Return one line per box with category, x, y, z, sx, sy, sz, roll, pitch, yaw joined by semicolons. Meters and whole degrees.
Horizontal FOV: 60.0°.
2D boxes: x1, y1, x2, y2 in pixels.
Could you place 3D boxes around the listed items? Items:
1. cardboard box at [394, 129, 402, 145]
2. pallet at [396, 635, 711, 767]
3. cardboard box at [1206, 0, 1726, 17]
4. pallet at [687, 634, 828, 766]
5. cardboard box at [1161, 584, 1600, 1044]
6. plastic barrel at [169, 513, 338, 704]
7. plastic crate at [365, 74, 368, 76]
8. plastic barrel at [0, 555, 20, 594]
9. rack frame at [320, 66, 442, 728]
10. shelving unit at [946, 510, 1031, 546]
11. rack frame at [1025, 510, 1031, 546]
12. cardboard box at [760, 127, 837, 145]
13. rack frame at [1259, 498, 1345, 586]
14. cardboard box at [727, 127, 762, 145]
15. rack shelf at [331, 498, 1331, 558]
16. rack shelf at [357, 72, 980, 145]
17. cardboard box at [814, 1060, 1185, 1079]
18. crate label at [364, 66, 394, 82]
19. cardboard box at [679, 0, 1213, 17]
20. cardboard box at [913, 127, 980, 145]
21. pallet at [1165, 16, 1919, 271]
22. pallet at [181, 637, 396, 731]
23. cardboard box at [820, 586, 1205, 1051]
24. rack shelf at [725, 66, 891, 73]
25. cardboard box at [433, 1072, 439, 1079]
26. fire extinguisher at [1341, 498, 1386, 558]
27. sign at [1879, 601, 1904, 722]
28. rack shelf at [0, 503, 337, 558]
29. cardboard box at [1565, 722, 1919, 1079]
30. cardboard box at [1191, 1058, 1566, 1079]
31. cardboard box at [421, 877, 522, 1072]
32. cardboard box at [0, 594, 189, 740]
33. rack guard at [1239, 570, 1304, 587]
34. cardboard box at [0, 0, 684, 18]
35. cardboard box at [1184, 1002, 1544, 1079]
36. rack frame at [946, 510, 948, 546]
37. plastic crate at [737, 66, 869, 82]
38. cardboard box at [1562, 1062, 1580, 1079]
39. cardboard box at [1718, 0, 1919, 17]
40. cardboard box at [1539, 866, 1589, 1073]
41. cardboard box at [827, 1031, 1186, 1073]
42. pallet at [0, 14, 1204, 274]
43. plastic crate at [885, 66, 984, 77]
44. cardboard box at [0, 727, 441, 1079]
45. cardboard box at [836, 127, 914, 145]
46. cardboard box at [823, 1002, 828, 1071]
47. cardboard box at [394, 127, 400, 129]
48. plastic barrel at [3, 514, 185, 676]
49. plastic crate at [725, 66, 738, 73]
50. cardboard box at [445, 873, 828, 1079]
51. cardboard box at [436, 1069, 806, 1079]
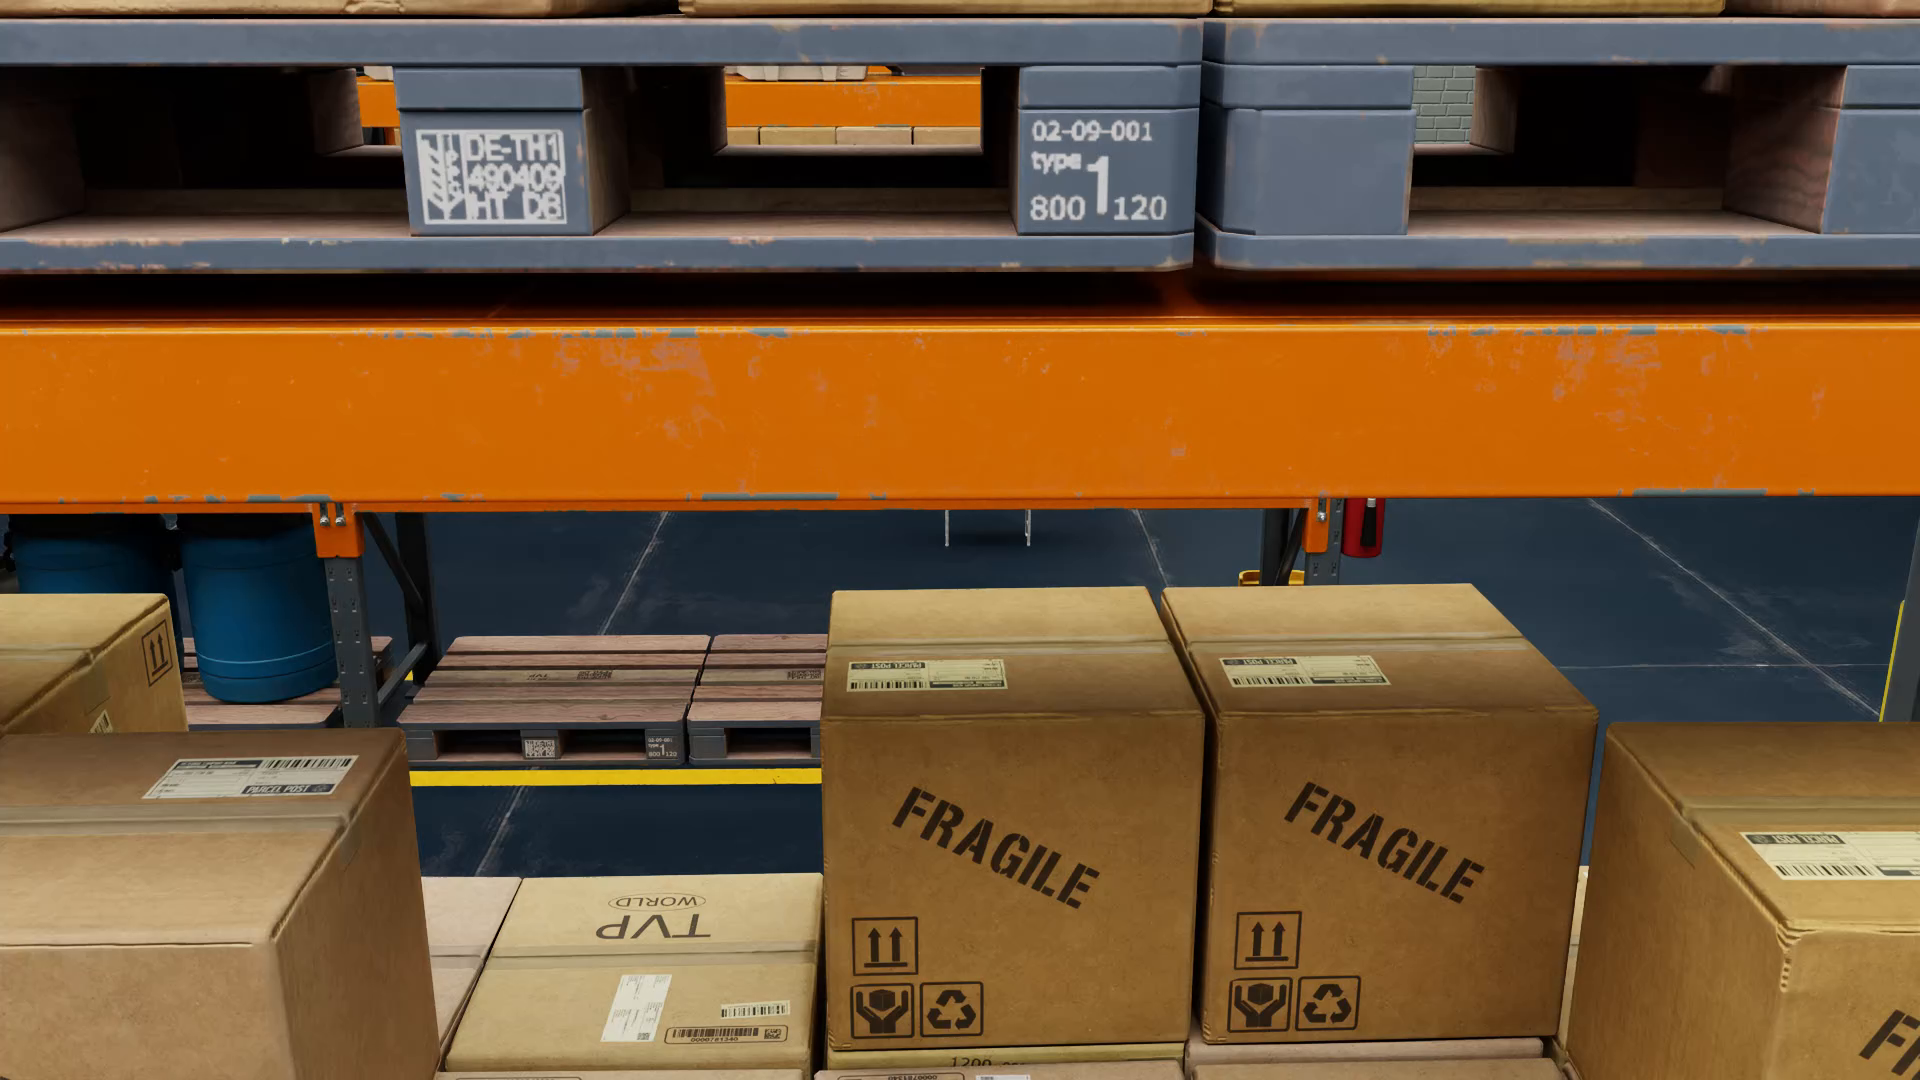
cardboard box;-5.163;-3.735;16.098;0.500;0.500;0.500;0;18;-1
pallet;-1.782;0.708;7.494;1.213;0.211;1.003;0;18;-1
cardboard box;0.477;-0.849;1.859;0.500;0.500;0.700;-1;18;-3
pallet;-0.559;0.701;7.515;1.213;0.211;1.003;0;18;-1
cardboard box;0.577;0.384;2.470;0.500;0.500;0.500;-1;18;-2
plastic barrel;-3.061;0.192;7.285;0.708;0.901;0.600;0;18;-1
plastic crate;-2.098;-2.026;6.889;0.662;0.188;0.450;0;18;-1
plastic barrel;-4.335;0.357;7.410;0.421;0.512;0.421;0;18;0
rack frame;-2.517;-0.604;7.020;0.127;3.000;1.000;0;18;-1
shelving unit;0.166;-0.572;9.867;0.503;1.200;0.258;0;18;-1
rack frame;0.409;-0.573;9.870;0.015;1.200;0.240;0;18;-1
cardboard box;-1.086;-2.562;11.323;0.500;0.500;0.500;-1;18;-2
rack frame;1.483;-0.623;7.080;0.127;3.000;1.000;0;18;-1
cardboard box;-1.600;-2.560;11.316;0.500;0.500;0.500;-1;18;-3
rack shelf;-0.517;-0.271;7.160;4.000;0.370;1.077;0;18;-1
rack shelf;-0.517;-1.700;6.702;4.000;0.370;1.077;0;18;-1
cardboard box;0.064;0.907;2.067;0.500;0.250;0.500;-1;18;-3
crate label;-2.023;-1.821;6.335;0.466;0.136;0.293;0;18;-1
cardboard box;-0.039;-0.832;1.806;0.500;0.500;0.700;-1;18;-5
cardboard box;-0.056;-2.567;11.339;0.500;0.500;0.500;0;18;1
pallet;0.819;-0.490;1.899;1.213;0.211;1.003;0;18;-1
pallet;-3.289;0.715;7.474;1.213;0.211;1.003;0;18;-1
cardboard box;0.059;0.389;2.457;0.500;0.500;0.500;-1;18;-2
rack shelf;-0.592;-3.212;11.418;4.000;0.370;1.077;0;18;-1
cardboard box;-0.949;0.911;2.056;0.500;0.250;0.500;0;18;1
fire extinguisher;1.641;-0.271;6.719;0.183;0.674;0.296;0;18;-1
sign;1.558;0.270;2.749;0.005;0.325;0.100;0;18;-1
rack shelf;-4.517;-0.252;7.100;4.000;0.370;1.077;0;18;-1
cardboard box;1.078;0.545;1.970;0.500;0.500;0.500;0;18;0
cardboard box;0.573;0.905;2.075;0.500;0.250;0.500;-1;18;-2
cardboard box;-0.974;0.750;2.557;0.500;0.250;0.500;0;18;0
cardboard box;-1.482;0.396;2.433;0.500;0.500;0.500;0;18;0
rack guard;1.507;0.563;7.475;0.348;0.500;1.175;0;18;-1
cardboard box;-0.594;-0.797;1.697;0.500;0.500;0.700;1;18;2
cardboard box;0.557;0.743;2.578;0.500;0.250;0.500;0;18;-2
rack frame;-0.078;-0.571;9.863;0.015;1.200;0.240;0;18;-1
plastic crate;-0.579;-1.840;6.395;0.530;0.136;0.437;0;18;-1
cardboard box;1.081;0.902;2.082;0.500;0.250;0.500;-1;18;-2
cardboard box;1.042;-0.815;1.753;0.500;0.500;0.700;-1;18;-4
cardboard box;1.077;0.739;2.592;0.500;0.250;0.500;-1;18;-2
cardboard box;0.055;0.745;2.574;0.500;0.250;0.500;-1;18;-3
pallet;-0.404;-0.483;1.878;1.213;0.211;1.003;0;18;-1
plastic crate;-0.049;-2.099;6.871;0.767;0.338;0.504;0;18;-1
cardboard box;-0.943;0.553;1.944;0.500;0.500;0.500;-1;18;-3
cardboard box;-0.569;-2.565;11.332;0.500;0.500;0.500;0;18;1
cardboard box;-0.337;0.918;2.688;0.250;0.149;0.380;-1;18;-2
cardboard box;-5.177;-4.096;15.996;0.500;0.250;0.500;0;18;0
plastic barrel;-3.769;0.196;7.274;0.708;0.901;0.600;0;18;-1
plastic crate;-0.738;-2.079;6.901;0.530;0.282;0.437;0;18;-1
cardboard box;-0.467;0.749;2.561;0.500;0.250;0.500;-1;18;-2
cardboard box;-0.456;0.911;2.056;0.500;0.250;0.500;0;18;-1
